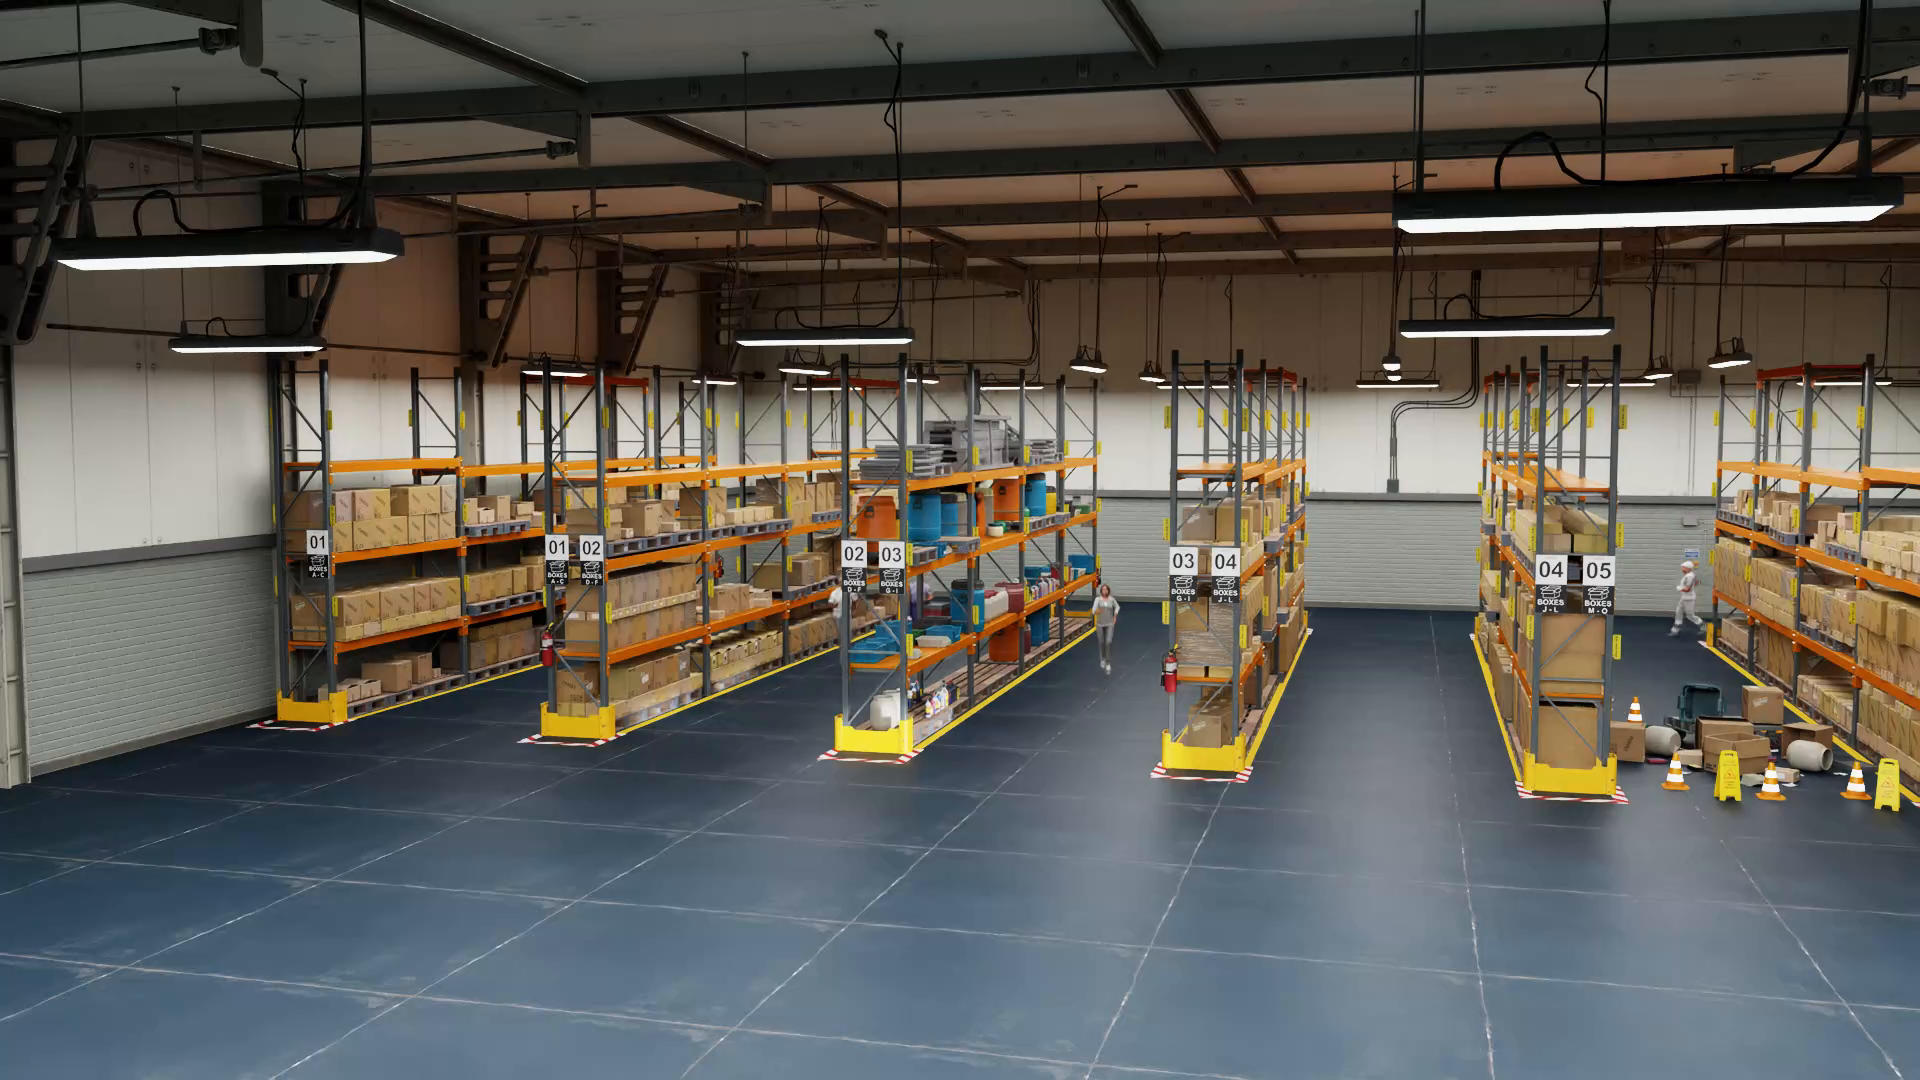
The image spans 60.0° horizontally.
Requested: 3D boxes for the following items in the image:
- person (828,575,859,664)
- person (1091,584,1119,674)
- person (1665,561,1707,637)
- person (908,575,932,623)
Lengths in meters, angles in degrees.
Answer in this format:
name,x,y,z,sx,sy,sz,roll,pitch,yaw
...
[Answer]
name,x,y,z,sx,sy,sz,roll,pitch,yaw
person,-2.277,1.539,32.304,0.575,1.737,0.875,1,4,8
person,2.735,1.659,31.324,0.518,1.669,0.663,0,4,5
person,16.745,1.373,38.197,0.948,1.776,0.682,1,4,19
person,-0.915,1.545,36.976,0.612,1.646,0.839,0,4,5
